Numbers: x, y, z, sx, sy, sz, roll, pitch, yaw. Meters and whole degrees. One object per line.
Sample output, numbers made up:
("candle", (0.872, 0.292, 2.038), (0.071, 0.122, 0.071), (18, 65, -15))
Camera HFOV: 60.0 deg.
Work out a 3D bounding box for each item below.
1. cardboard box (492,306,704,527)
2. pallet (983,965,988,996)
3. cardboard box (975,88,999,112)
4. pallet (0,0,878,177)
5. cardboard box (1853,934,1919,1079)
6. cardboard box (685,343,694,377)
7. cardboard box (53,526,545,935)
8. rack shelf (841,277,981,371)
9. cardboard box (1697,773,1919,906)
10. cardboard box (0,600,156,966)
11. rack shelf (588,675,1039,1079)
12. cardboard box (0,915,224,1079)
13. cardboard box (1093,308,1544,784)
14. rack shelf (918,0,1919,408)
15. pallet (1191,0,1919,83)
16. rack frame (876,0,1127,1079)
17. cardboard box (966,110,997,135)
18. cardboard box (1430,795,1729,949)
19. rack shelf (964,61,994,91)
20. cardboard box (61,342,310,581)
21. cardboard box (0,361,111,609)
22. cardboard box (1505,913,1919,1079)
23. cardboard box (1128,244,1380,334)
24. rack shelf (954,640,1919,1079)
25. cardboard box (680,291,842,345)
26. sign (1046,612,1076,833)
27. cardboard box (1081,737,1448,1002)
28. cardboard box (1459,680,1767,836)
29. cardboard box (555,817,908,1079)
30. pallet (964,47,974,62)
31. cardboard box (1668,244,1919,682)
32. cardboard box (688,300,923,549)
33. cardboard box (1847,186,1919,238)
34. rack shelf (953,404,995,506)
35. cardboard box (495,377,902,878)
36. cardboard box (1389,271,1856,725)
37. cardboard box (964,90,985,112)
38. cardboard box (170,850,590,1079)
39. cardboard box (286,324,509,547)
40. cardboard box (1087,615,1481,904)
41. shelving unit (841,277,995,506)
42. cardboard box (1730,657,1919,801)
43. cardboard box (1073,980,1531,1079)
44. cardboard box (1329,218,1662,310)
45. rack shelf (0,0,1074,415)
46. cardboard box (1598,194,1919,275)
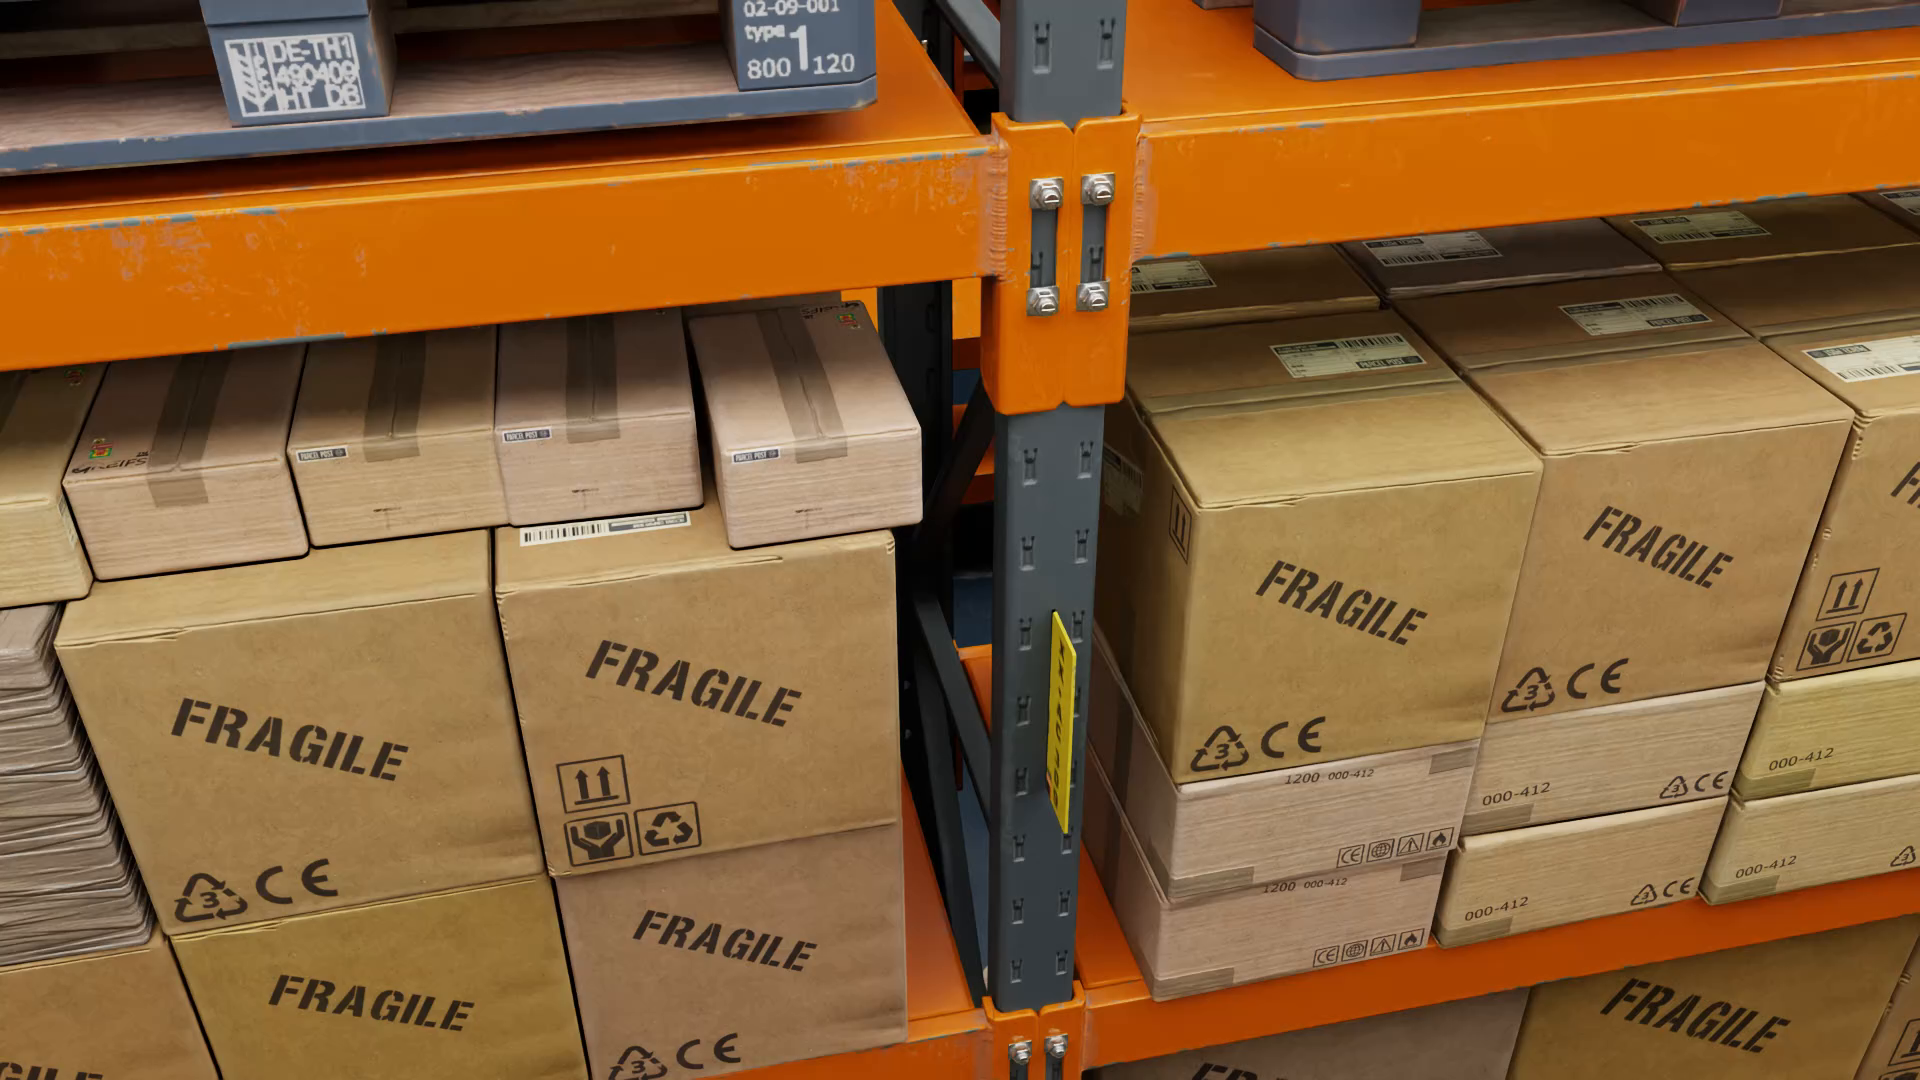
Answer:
("cardboard box", (-0.495, -0.192, 2.275), (0.250, 0.149, 0.380), (-6, 34, -9))
("pallet", (0.752, 1.372, 4.016), (1.213, 0.211, 1.003), (-7, 35, -11))
("cardboard box", (0.228, -2.075, 7.935), (0.250, 0.149, 0.380), (-6, 34, -9))
("pallet", (-0.784, -0.764, 2.084), (1.213, 0.211, 1.003), (-7, 35, -11))
("cardboard box", (2.355, 0.713, 4.025), (0.875, 0.875, 0.875), (-7, 34, -10))
("cardboard box", (-0.502, -0.180, 2.839), (0.500, 0.500, 0.500), (-7, 34, -10))
("cardboard box", (-0.880, 0.159, 2.334), (0.500, 0.500, 0.500), (-8, 35, -11))
("rack shelf", (-0.007, -0.709, 5.772), (1.000, 0.278, 0.538), (-7, 35, -11))
("cardboard box", (1.511, 0.383, 3.122), (0.500, 0.250, 0.500), (-7, 35, -11))
("cardboard box", (-1.374, 0.227, 2.233), (0.500, 0.500, 0.500), (-7, 34, -10))
("rack shelf", (-1.934, 0.894, 2.871), (4.000, 0.370, 1.077), (-7, 35, -11))
("cardboard box", (-1.367, 0.640, 2.514), (0.500, 0.500, 0.500), (-8, 35, -11))
("cardboard box", (0.509, -0.005, 2.578), (0.500, 0.500, 0.500), (-7, 34, -10))
("rack shelf", (1.967, -0.843, 2.768), (4.000, 0.370, 1.077), (-7, 35, -11))
("pallet", (0.900, -0.956, 2.462), (1.217, 0.209, 0.805), (-9, 35, -12))
("rack frame", (0.016, 0.350, 3.037), (0.127, 3.000, 1.000), (-7, 35, -11))
("cardboard box", (0.091, -1.808, 7.536), (0.250, 0.149, 0.380), (-8, 35, -11))
("cardboard box", (1.008, 0.437, 3.041), (0.500, 0.250, 0.500), (-8, 35, -12))
("rack shelf", (0.868, -2.295, 7.623), (4.000, 0.370, 1.077), (-7, 35, -11))
("cardboard box", (-0.983, -0.126, 2.176), (0.250, 0.149, 0.380), (-7, 35, -11))
("cardboard box", (-1.219, -0.075, 2.101), (0.250, 0.149, 0.380), (-7, 35, -11))
("cardboard box", (1.483, 0.823, 3.862), (0.875, 0.875, 0.875), (-6, 34, -9))
("cardboard box", (0.397, -0.298, 3.016), (0.500, 0.500, 0.500), (-6, 34, -9))
("rack shelf", (1.967, 0.403, 3.604), (4.000, 0.370, 1.077), (-7, 35, -11))
("cardboard box", (-0.349, -0.479, 2.702), (0.250, 0.149, 0.380), (-8, 35, -11))
("sign", (0.140, 0.259, 2.324), (0.005, 0.325, 0.100), (-7, 35, -11))
("cardboard box", (0.504, 0.501, 2.945), (0.500, 0.250, 0.500), (-8, 35, -12))
("cardboard box", (1.010, 0.224, 2.910), (0.500, 0.250, 0.500), (-7, 34, -10))
("cardboard box", (-0.380, 0.504, 2.717), (0.500, 0.500, 0.500), (-7, 34, -10))
("pallet", (-0.279, -2.307, 7.168), (1.213, 0.211, 1.003), (-7, 35, -11))
("cardboard box", (1.489, -0.143, 2.784), (0.500, 0.500, 0.500), (-8, 35, -12))
("cardboard box", (-0.214, -0.165, 2.235), (0.250, 0.149, 0.380), (-8, 35, -12))
("cardboard box", (1.900, -0.489, 3.300), (0.500, 0.500, 0.500), (-7, 34, -10))
("rack shelf", (-0.007, -0.263, 6.072), (1.000, 0.278, 0.538), (-7, 35, -11))
("cardboard box", (-0.383, 0.101, 2.420), (0.500, 0.500, 0.500), (-7, 35, -11))
("cardboard box", (0.999, -0.082, 2.694), (0.500, 0.500, 0.500), (-7, 35, -11))
("cardboard box", (-0.052, -2.071, 7.928), (0.250, 0.149, 0.380), (-9, 35, -13))
("cardboard box", (-0.880, 0.570, 2.618), (0.500, 0.500, 0.500), (-8, 35, -12))
("cardboard box", (-0.740, -0.167, 2.237), (0.250, 0.149, 0.380), (-7, 35, -10))
("cardboard box", (0.508, 0.304, 2.792), (0.500, 0.250, 0.500), (-8, 35, -12))
("shelving unit", (-0.007, -0.466, 5.935), (1.048, 1.125, 0.538), (-7, 35, -11))
("cardboard box", (1.508, 0.177, 2.981), (0.500, 0.250, 0.500), (-7, 34, -10))
("cardboard box", (0.603, 0.938, 3.690), (0.875, 0.875, 0.875), (-6, 34, -9))
("cardboard box", (0.900, -0.366, 3.116), (0.500, 0.500, 0.500), (-7, 34, -10))
("rack shelf", (-1.934, -0.351, 2.035), (4.000, 0.370, 1.077), (-7, 35, -11))
("cardboard box", (1.399, -0.418, 3.193), (0.500, 0.500, 0.500), (-6, 34, -9))
